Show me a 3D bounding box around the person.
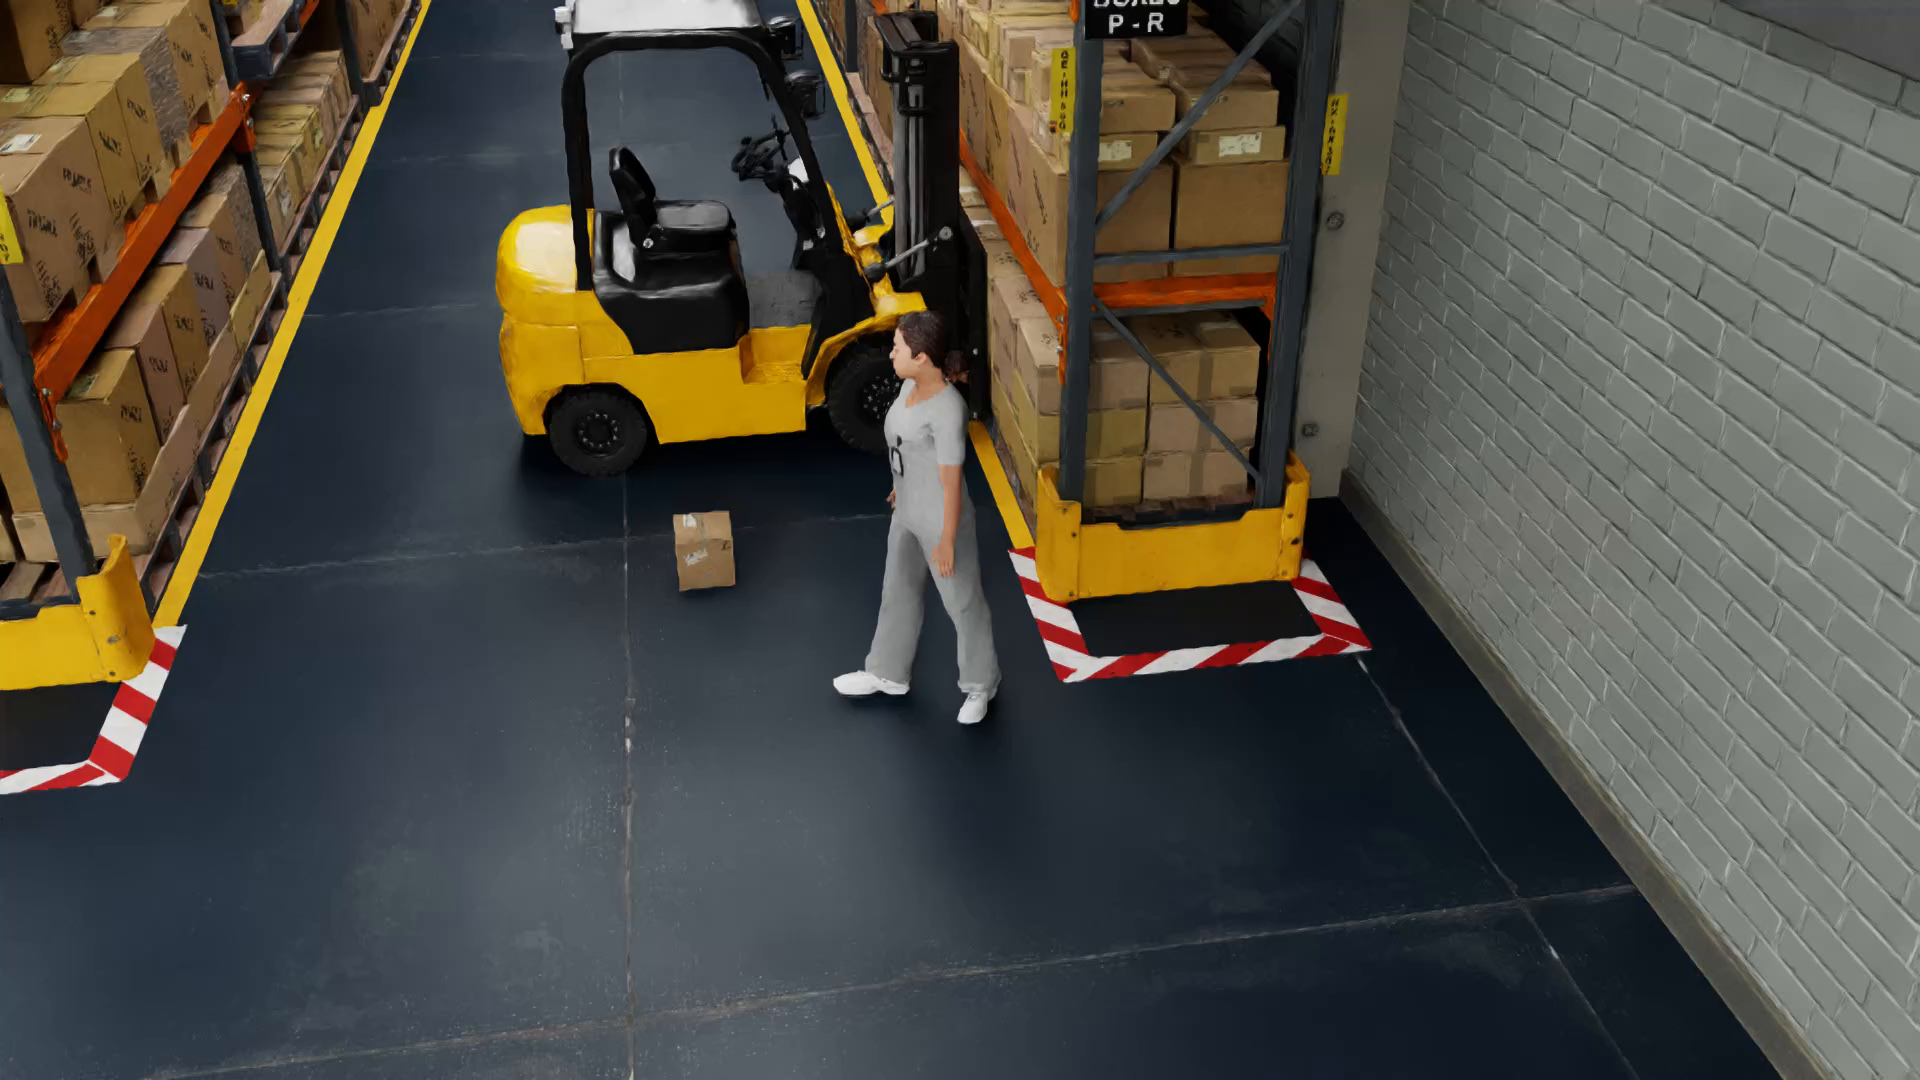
[{"bbox_3d":[-0.160,-0.086,6.255,0.619,1.665,0.576,-13,33,-21],"label":"person"}]
